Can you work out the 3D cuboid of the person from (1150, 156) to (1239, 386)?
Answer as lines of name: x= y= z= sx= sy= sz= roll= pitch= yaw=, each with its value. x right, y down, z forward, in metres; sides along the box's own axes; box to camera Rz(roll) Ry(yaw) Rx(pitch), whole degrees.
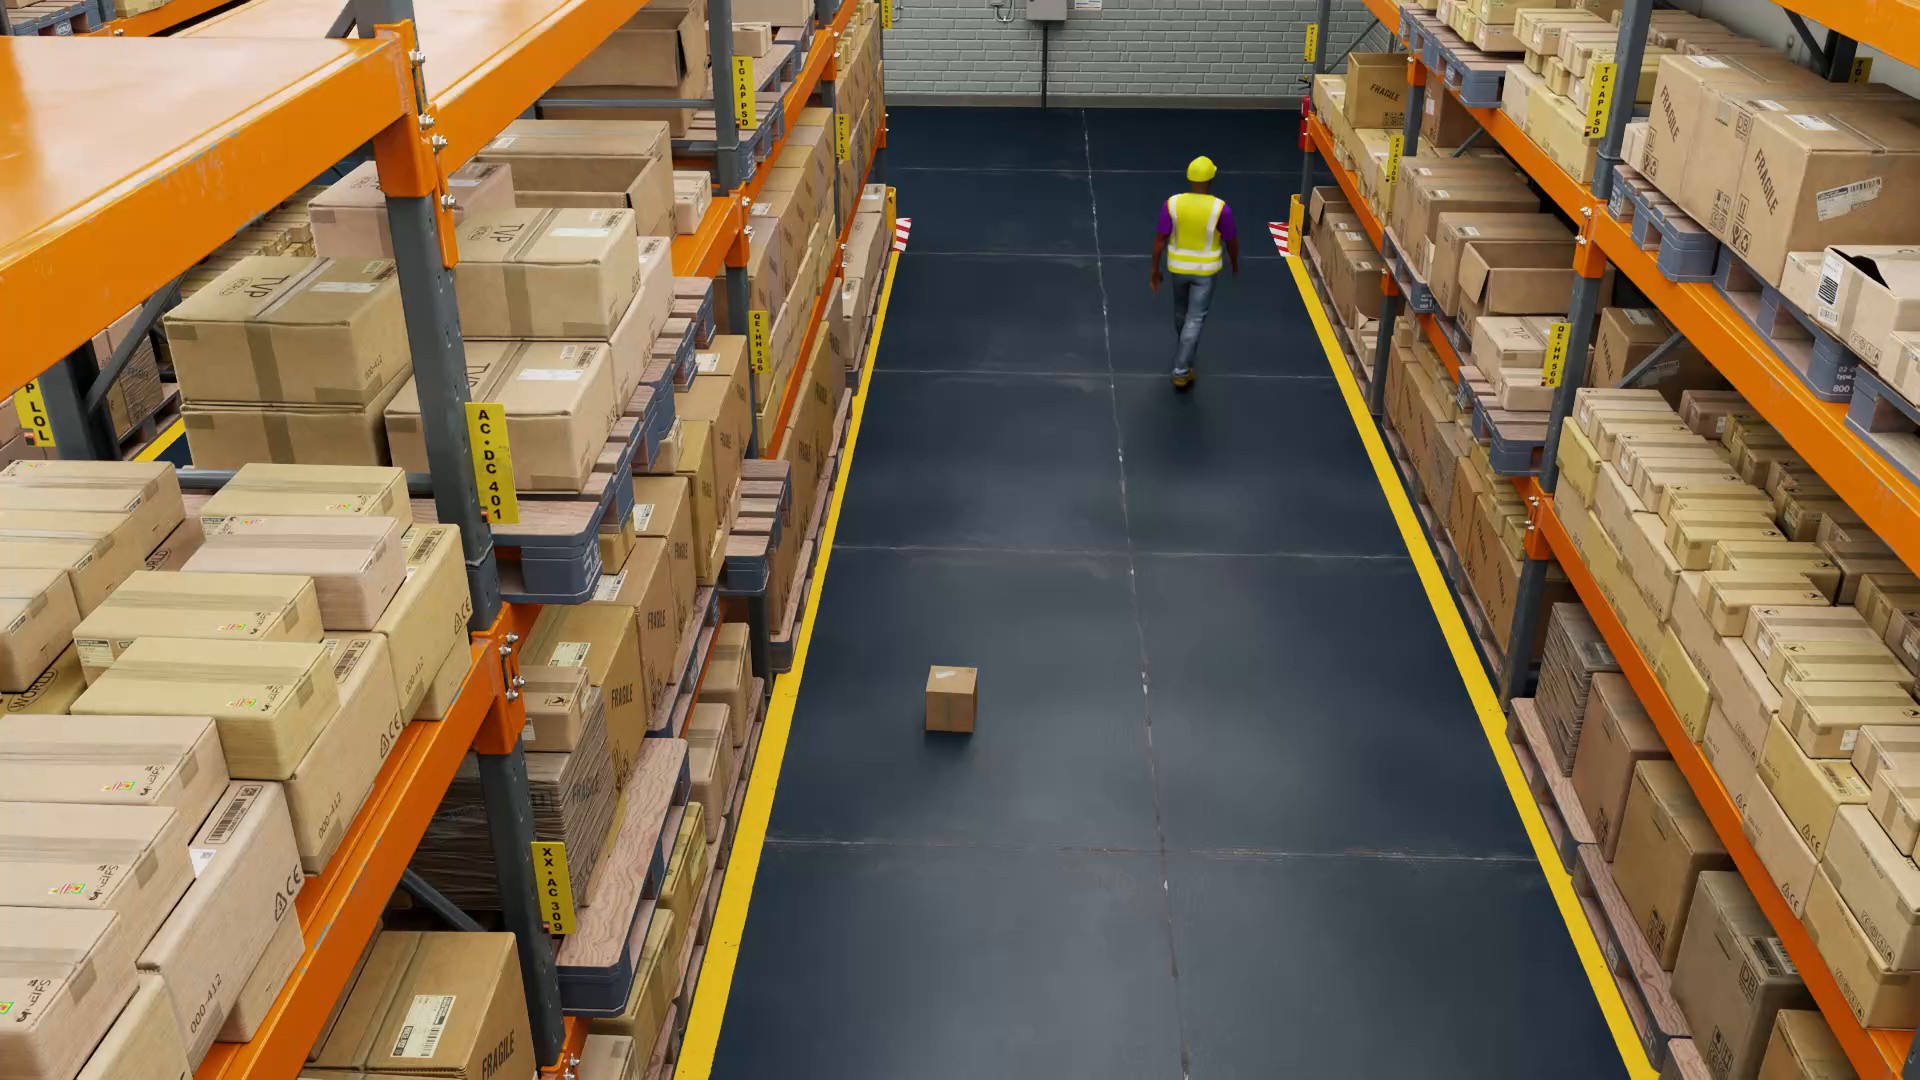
person: x=1.857 y=-2.156 z=12.890 sx=0.609 sy=1.708 sz=1.010 roll=13 pitch=30 yaw=23
